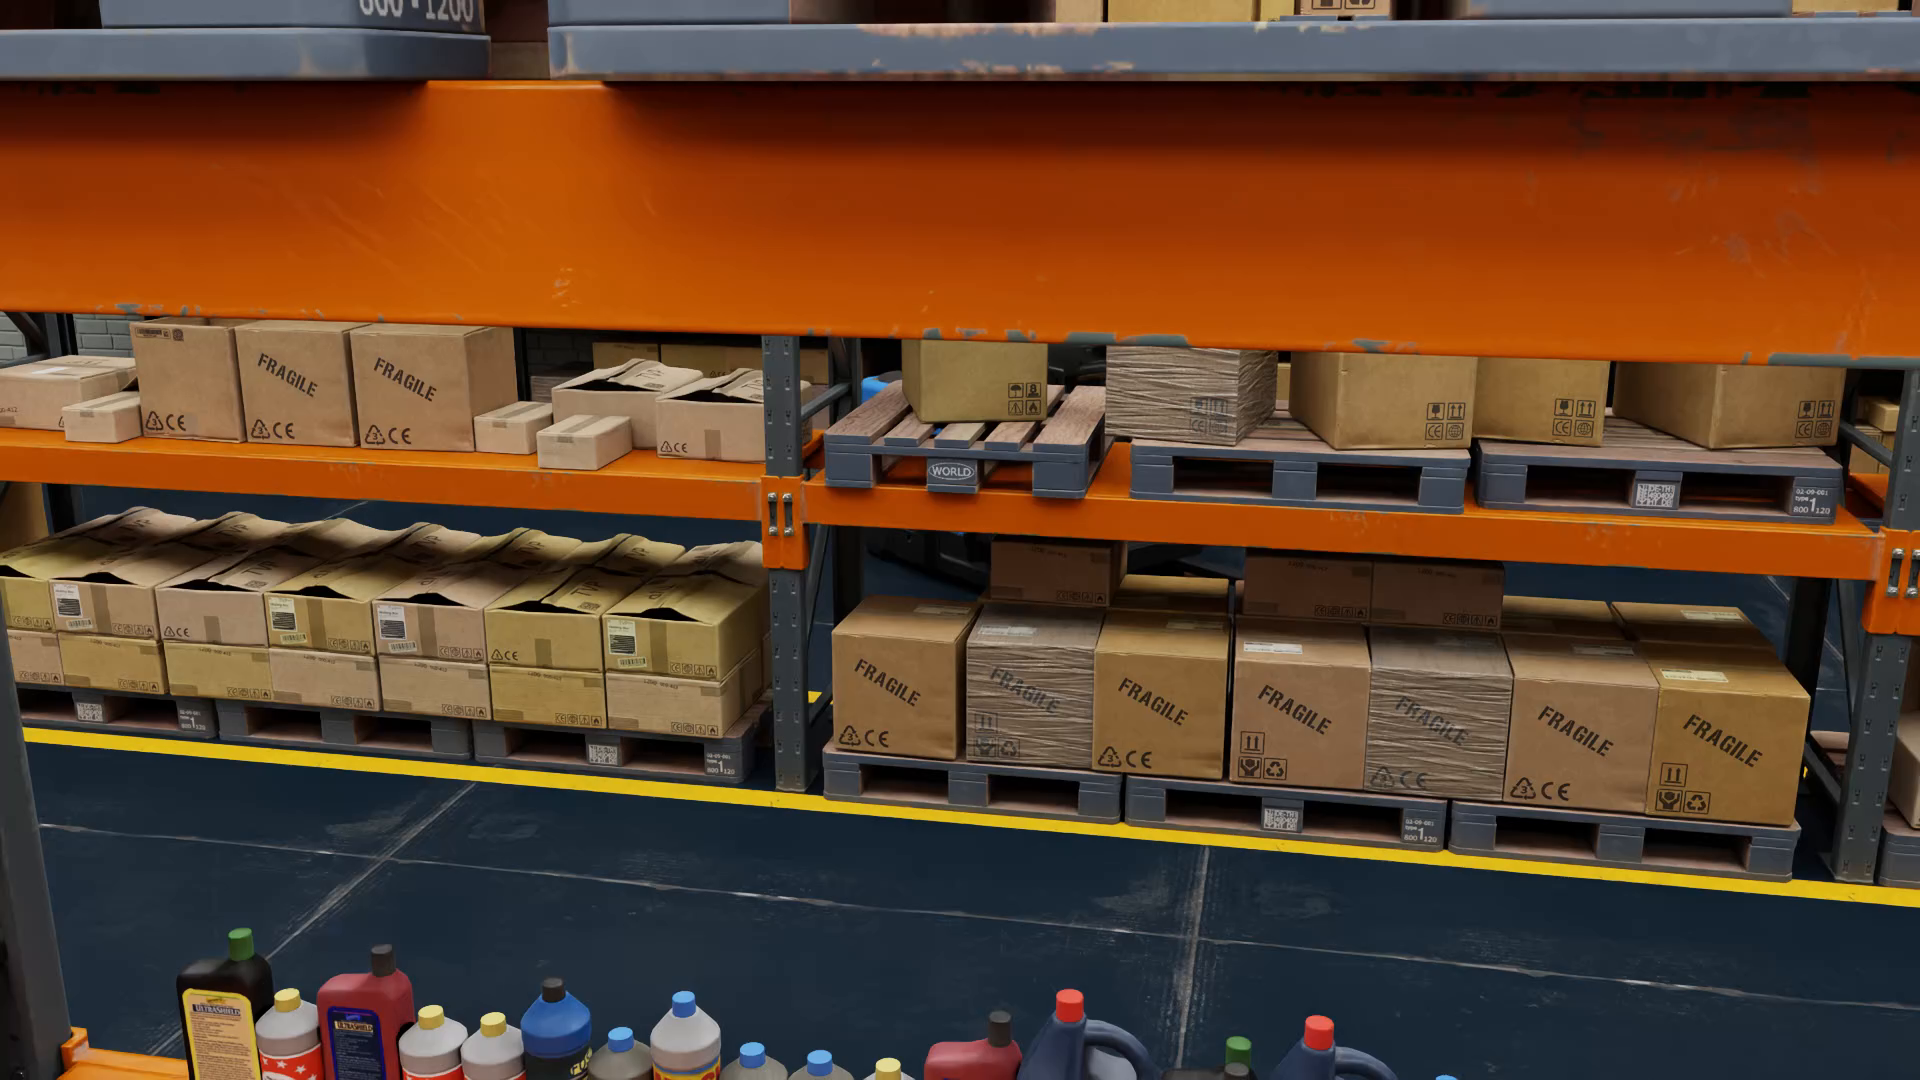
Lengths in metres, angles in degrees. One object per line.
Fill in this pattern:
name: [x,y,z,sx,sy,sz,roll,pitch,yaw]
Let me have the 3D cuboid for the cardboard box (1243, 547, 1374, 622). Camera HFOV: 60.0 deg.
cardboard box: [1.430,0.129,6.860,0.500,0.250,0.500,3,16,10]

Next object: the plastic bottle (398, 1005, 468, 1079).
plastic bottle: [-0.766,0.779,2.433,0.097,0.201,0.097,0,15,0]

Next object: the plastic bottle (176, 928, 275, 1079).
plastic bottle: [-1.102,0.716,2.506,0.133,0.283,0.061,3,16,11]

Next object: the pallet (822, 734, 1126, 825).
pallet: [0.132,0.848,7.035,1.213,0.211,1.003,3,16,11]

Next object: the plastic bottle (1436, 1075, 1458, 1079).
plastic bottle: [0.621,0.821,2.152,0.097,0.271,0.097,0,15,0]

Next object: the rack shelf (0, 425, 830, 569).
rack shelf: [-2.552,-0.305,7.322,4.000,0.370,1.077,3,16,11]

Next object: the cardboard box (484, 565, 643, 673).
cardboard box: [-1.665,0.318,7.040,0.500,0.311,0.500,3,16,10]

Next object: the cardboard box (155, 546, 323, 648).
cardboard box: [-3.160,0.237,7.332,0.500,0.311,0.500,3,16,9]

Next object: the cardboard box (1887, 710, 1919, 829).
cardboard box: [3.696,0.830,6.089,0.500,0.311,0.500,3,16,11]

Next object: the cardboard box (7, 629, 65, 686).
cardboard box: [-4.166,0.451,7.610,0.500,0.250,0.500,3,16,10]

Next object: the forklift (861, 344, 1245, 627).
forklift: [0.701,-1.133,9.092,1.130,2.935,3.031,-13,20,-38]

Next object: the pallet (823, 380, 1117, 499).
pallet: [0.086,-0.435,6.804,1.003,0.211,1.213,3,16,11]

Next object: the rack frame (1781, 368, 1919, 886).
rack frame: [3.327,-0.333,6.074,0.127,3.000,1.000,3,16,11]

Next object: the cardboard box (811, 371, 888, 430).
cardboard box: [-0.806,-0.931,12.094,0.500,0.500,0.700,3,16,11]

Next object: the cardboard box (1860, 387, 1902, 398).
cardboard box: [5.943,-0.877,10.720,0.250,0.149,0.380,3,16,12]

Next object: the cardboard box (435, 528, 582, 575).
cardboard box: [-2.063,0.149,7.649,0.500,0.311,0.500,3,16,10]

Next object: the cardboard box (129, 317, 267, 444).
cardboard box: [-3.247,-0.733,7.333,0.500,0.500,0.500,4,16,15]

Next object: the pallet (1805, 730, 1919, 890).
pallet: [4.000,1.048,6.313,1.213,0.211,1.003,3,16,11]

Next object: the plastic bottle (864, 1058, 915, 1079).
plastic bottle: [-0.098,0.815,2.302,0.097,0.201,0.097,0,15,0]

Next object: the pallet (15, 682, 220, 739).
pallet: [-3.782,0.615,7.878,1.213,0.211,1.003,3,16,11]

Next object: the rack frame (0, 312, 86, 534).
rack frame: [-4.512,-0.758,7.610,0.127,3.000,1.000,3,16,11]

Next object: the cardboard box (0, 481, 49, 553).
cardboard box: [-4.904,-0.103,8.206,0.500,0.500,0.500,3,16,11]

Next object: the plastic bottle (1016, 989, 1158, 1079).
plastic bottle: [0.166,0.764,2.207,0.185,0.351,0.144,3,16,11]

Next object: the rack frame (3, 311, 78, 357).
rack frame: [-7.448,-2.267,13.057,0.127,3.000,1.000,3,16,11]

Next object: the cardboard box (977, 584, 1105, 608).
cardboard box: [0.371,0.436,7.159,0.500,0.500,0.500,4,16,13]

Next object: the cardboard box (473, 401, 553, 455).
cardboard box: [-1.853,-0.477,7.067,0.250,0.149,0.380,4,16,15]

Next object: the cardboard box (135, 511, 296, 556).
cardboard box: [-3.547,0.067,7.945,0.500,0.311,0.500,4,16,13]

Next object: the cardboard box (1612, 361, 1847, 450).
cardboard box: [2.908,-0.667,6.307,0.500,0.500,0.700,-2,16,-8]

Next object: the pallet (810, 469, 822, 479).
pallet: [-0.374,-0.540,12.045,1.213,0.211,1.003,3,16,11]

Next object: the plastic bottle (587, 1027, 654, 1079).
plastic bottle: [-0.480,0.795,2.377,0.097,0.201,0.097,0,15,0]

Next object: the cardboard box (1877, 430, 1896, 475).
cardboard box: [6.018,-0.504,10.590,0.500,0.500,0.700,3,16,12]

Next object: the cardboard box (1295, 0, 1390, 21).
cardboard box: [1.541,-2.193,6.011,0.600,0.600,0.600,2,16,9]

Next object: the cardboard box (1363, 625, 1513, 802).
cardboard box: [1.813,0.653,6.373,0.500,0.500,0.500,3,16,12]

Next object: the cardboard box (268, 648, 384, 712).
cardboard box: [-2.659,0.532,7.315,0.500,0.250,0.500,3,16,12]

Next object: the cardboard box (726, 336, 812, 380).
cardboard box: [-1.376,-1.308,12.048,0.500,0.250,0.500,3,16,11]

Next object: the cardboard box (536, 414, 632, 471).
cardboard box: [-1.529,-0.400,6.787,0.250,0.149,0.380,3,16,11]

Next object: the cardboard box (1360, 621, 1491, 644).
cardboard box: [1.889,0.516,6.867,0.500,0.500,0.500,3,16,12]

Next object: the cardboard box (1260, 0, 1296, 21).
cardboard box: [1.947,-3.489,10.839,0.500,0.500,0.700,4,16,14]

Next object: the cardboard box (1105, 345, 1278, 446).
cardboard box: [0.905,-0.693,6.402,0.500,0.500,0.700,6,17,22]

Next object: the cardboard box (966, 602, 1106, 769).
cardboard box: [0.311,0.573,6.664,0.500,0.500,0.500,3,16,9]

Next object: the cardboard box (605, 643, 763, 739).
cardboard box: [-1.156,0.613,7.024,0.500,0.250,0.500,3,16,12]

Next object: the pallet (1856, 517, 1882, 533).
pallet: [6.240,-0.160,10.673,1.213,0.211,1.003,3,16,11]
